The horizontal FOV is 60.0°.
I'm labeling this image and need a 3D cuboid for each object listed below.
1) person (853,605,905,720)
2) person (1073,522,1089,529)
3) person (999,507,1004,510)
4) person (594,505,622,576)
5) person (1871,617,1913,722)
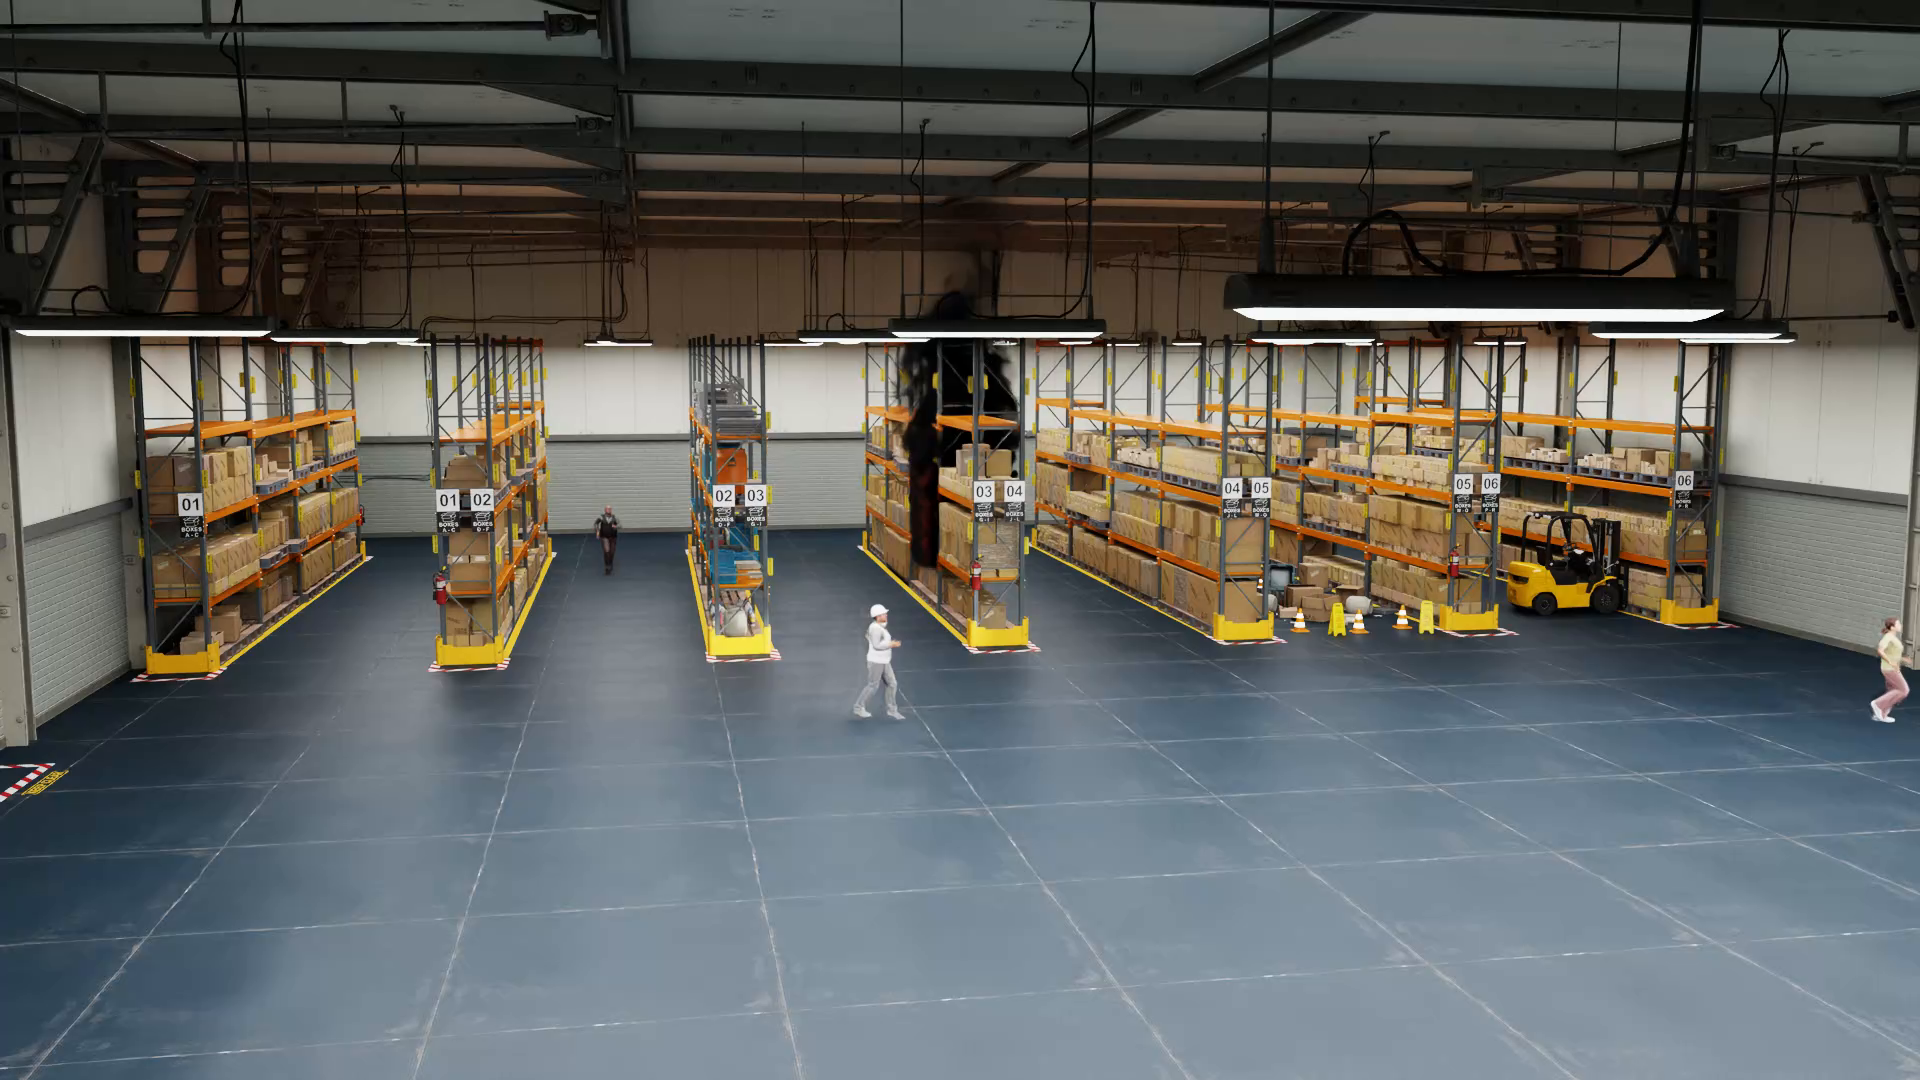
[{"bbox_3d":[-1.249,1.894,25.641,0.801,1.806,0.654,1,7,9],"label":"person"},{"bbox_3d":[3.499,-0.757,49.591,0.817,1.619,0.669,5,8,37],"label":"person"},{"bbox_3d":[1.112,-0.708,48.982,0.624,1.627,0.777,-5,9,-40],"label":"person"},{"bbox_3d":[-8.984,-0.010,42.528,0.633,1.771,0.825,-3,7,-26],"label":"person"},{"bbox_3d":[14.307,1.991,25.514,0.523,1.626,0.556,4,8,31],"label":"person"}]
